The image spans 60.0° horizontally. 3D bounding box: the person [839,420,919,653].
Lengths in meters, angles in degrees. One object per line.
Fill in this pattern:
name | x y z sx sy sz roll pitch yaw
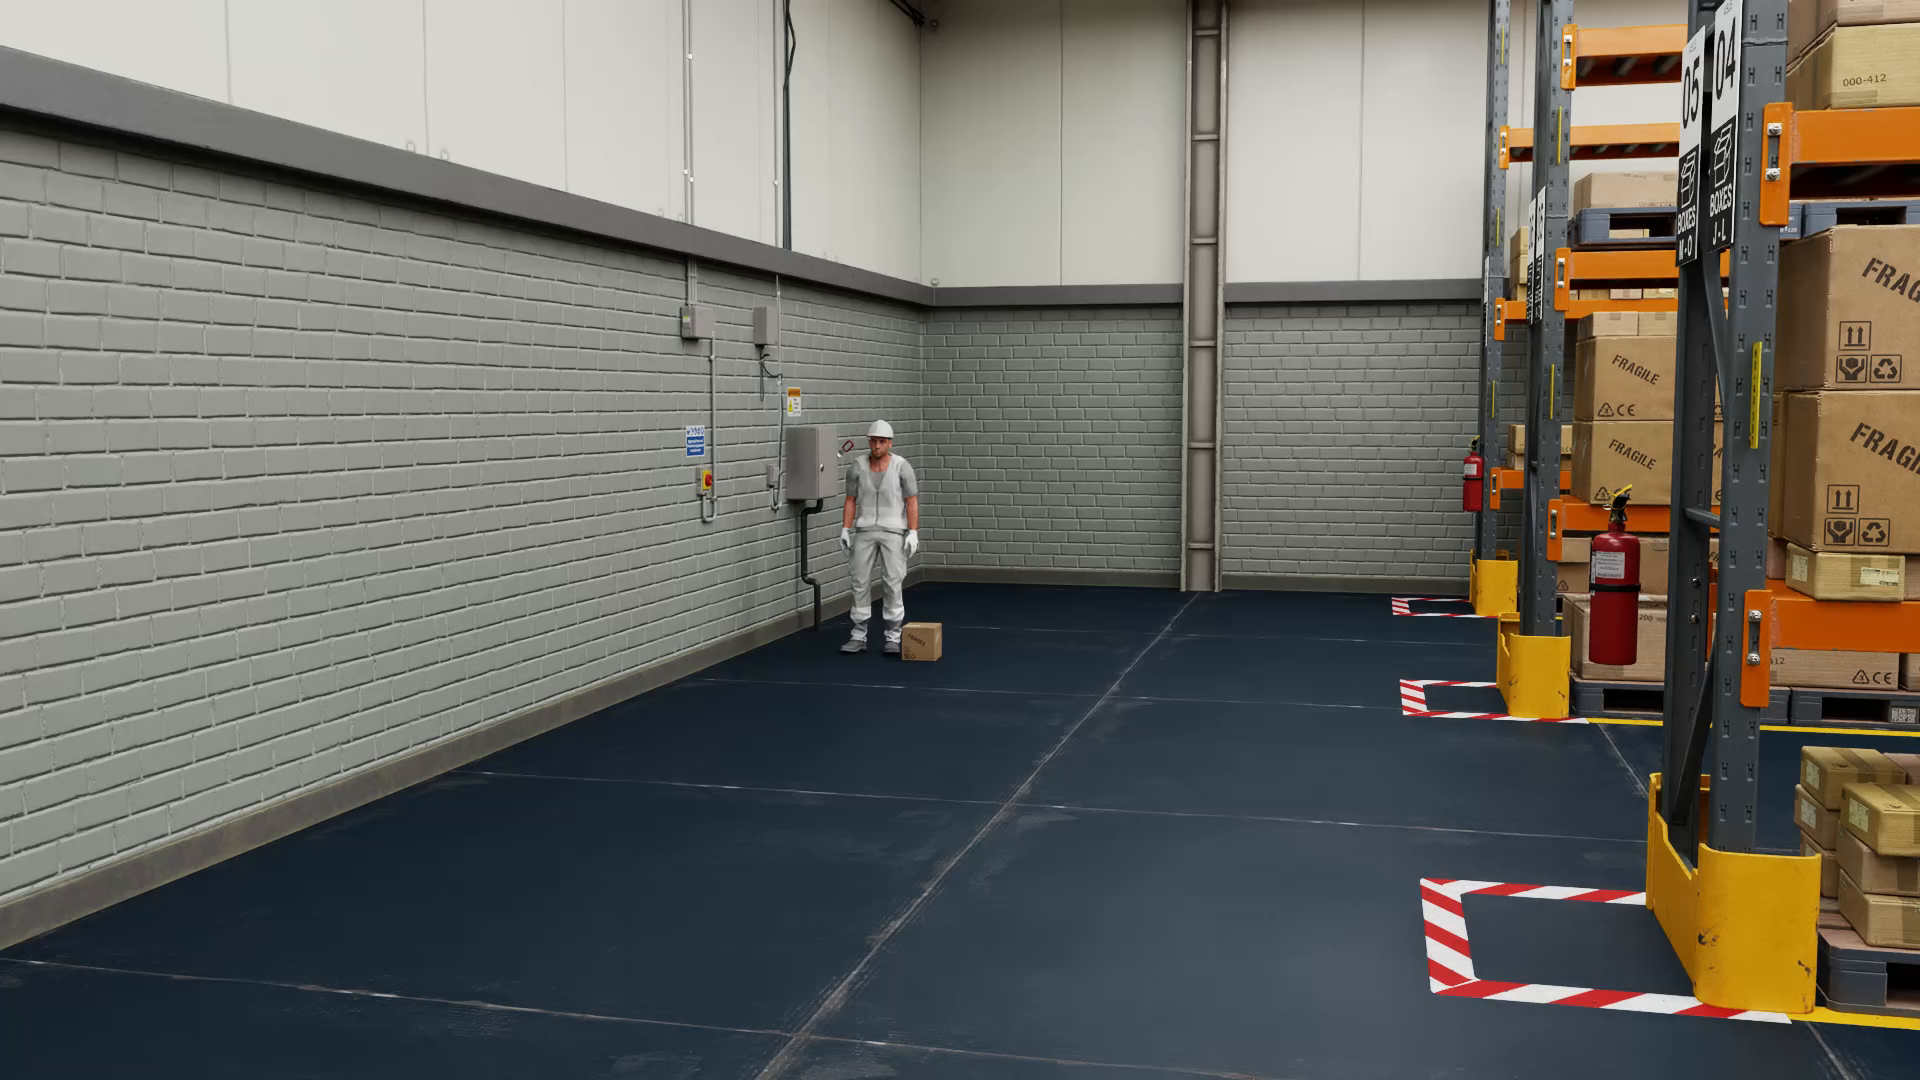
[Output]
person | -0.615 -0.025 12.673 0.618 1.779 0.451 1 5 10
